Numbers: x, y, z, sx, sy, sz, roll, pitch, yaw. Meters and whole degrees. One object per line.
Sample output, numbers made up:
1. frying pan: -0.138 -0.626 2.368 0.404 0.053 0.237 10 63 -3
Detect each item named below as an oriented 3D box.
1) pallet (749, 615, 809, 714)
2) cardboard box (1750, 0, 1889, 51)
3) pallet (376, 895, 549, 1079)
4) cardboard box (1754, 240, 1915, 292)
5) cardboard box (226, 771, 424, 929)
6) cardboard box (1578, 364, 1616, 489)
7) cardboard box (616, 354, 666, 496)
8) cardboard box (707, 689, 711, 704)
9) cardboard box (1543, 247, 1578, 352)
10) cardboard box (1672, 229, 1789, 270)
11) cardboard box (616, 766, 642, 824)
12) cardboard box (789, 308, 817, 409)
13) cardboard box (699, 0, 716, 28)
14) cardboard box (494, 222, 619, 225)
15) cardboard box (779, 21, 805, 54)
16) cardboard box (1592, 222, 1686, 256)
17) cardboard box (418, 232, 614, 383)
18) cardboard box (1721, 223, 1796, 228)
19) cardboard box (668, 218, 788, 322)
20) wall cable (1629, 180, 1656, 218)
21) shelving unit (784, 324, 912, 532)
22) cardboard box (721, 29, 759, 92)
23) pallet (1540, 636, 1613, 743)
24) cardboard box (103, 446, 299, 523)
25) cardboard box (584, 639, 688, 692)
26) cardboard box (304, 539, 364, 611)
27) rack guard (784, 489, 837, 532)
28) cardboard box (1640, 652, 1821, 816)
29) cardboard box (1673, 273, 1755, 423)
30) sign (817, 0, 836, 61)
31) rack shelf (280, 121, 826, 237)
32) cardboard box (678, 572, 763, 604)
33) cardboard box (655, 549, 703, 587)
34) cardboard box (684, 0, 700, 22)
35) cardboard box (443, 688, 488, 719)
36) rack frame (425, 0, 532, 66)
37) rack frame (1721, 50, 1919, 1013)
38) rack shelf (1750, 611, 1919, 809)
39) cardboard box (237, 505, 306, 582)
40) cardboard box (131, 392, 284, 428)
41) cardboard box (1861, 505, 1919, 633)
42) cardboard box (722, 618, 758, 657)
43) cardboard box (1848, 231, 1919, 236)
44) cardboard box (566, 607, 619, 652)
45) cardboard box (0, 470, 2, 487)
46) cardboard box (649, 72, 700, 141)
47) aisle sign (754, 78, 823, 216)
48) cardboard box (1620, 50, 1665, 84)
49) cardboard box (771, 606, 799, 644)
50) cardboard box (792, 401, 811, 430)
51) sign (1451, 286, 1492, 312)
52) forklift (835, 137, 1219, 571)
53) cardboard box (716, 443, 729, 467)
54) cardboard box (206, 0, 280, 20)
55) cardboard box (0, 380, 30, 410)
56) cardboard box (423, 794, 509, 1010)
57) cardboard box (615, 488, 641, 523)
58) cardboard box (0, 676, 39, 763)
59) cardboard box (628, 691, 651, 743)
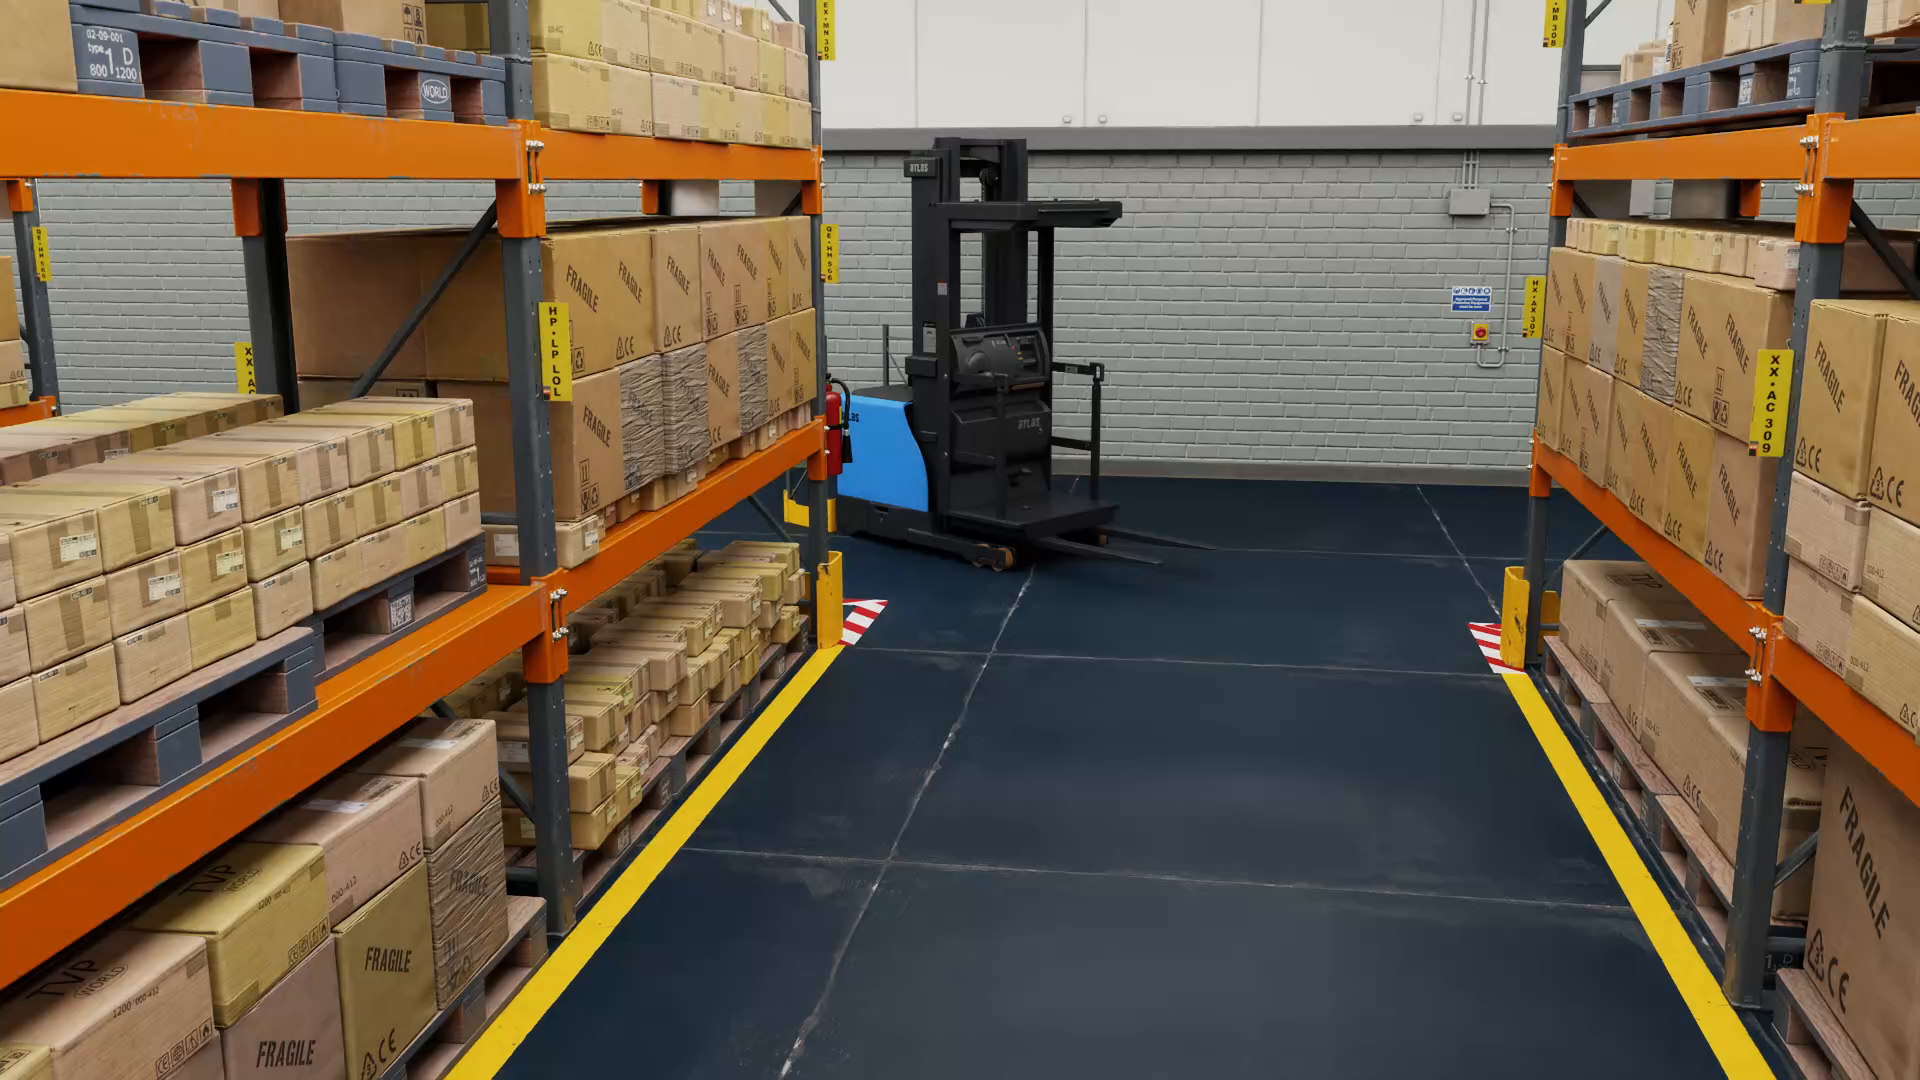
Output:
1. pallet: -1.448 0.639 9.028 1.003 0.211 1.213 2 12 9
2. cardboard box: 2.797 -1.734 5.385 0.396 0.266 0.258 2 12 10
3. pallet: -2.009 1.450 5.265 1.003 0.211 1.213 2 12 9
4. cardboard box: 2.748 -0.865 5.238 0.380 0.149 0.250 2 12 7
5. cardboard box: -1.848 0.844 4.612 0.500 0.250 0.500 2 12 11
6. cardboard box: 3.127 -0.516 7.528 0.500 0.500 0.500 2 12 8
7. cardboard box: -1.497 -0.468 6.601 0.500 0.500 0.500 2 12 9
8. cardboard box: -1.393 0.719 7.808 0.380 0.149 0.250 2 12 10
9. cardboard box: 3.275 -1.216 8.404 0.500 0.500 0.500 2 12 7
10. cardboard box: 3.007 -1.129 6.463 0.380 0.149 0.250 2 12 7
11. cardboard box: -1.477 0.992 6.540 0.380 0.149 0.250 2 12 10
12. cardboard box: -1.091 -1.001 9.073 0.500 0.500 0.500 2 12 10
13. cardboard box: -1.295 -2.342 7.344 0.380 0.149 0.250 2 12 7
14. cardboard box: -1.856 -1.187 7.566 0.500 0.500 0.500 1 12 7
15. cardboard box: -1.037 -2.662 8.827 0.380 0.149 0.250 2 12 8
16. cardboard box: 3.157 -1.396 7.700 0.380 0.149 0.250 1 12 7
17. cardboard box: -1.581 -0.845 5.975 0.500 0.500 0.500 2 12 10
18. cardboard box: 3.612 -1.329 7.390 0.380 0.149 0.250 2 12 8
19. cardboard box: -1.179 -1.382 8.471 0.500 0.500 0.500 1 12 7
20. wall cable: 5.878 -2.396 14.082 0.588 1.984 0.122 2 12 9
21. shelving unit: -0.809 -0.916 13.185 1.083 1.500 0.587 -11 17 -42
22. cardboard box: -1.254 -2.228 7.763 0.500 0.250 0.500 2 12 9
23. pallet: 3.585 0.763 8.450 1.003 0.211 1.213 2 12 9
24. cardboard box: -1.924 -0.143 4.226 0.380 0.149 0.250 1 12 7
25. cardboard box: -1.405 0.542 7.216 0.380 0.149 0.250 2 12 10
26. cardboard box: -1.875 0.089 4.559 0.380 0.149 0.250 1 12 6
27. rack guard: -1.170 -0.233 12.981 0.087 0.250 0.587 -11 17 -42
28. cardboard box: 3.355 0.797 6.758 0.875 0.438 0.875 2 12 7
29. cardboard box: 2.901 -0.686 5.947 0.500 0.500 0.500 2 12 8
30. sign: -0.731 -2.785 9.075 0.100 0.325 0.005 2 12 9
31. rack shelf: -1.584 -1.606 7.415 1.077 0.370 4.000 2 12 9
32. cardboard box: -1.219 0.268 8.487 0.380 0.149 0.250 1 12 6
33. cardboard box: -1.616 0.149 9.041 0.380 0.149 0.250 2 12 10
34. cardboard box: -1.330 -2.287 7.090 0.380 0.149 0.250 2 12 7
35. cardboard box: -2.094 0.685 6.552 0.380 0.149 0.250 2 12 9
36. rack frame: -1.891 -3.008 5.091 1.000 3.000 0.127 2 12 9
37. rack frame: 3.015 0.064 5.077 1.000 3.000 0.127 2 12 9
38. rack shelf: 2.708 0.832 3.221 1.077 0.370 4.000 2 12 9
39. cardboard box: -1.917 0.004 4.251 0.380 0.149 0.250 1 12 6
40. cardboard box: -2.406 -0.382 5.332 0.380 0.149 0.250 3 12 12
41. cardboard box: 2.617 0.085 4.150 0.500 0.250 0.500 2 12 10
42. cardboard box: -1.220 0.470 8.255 0.380 0.149 0.250 2 12 9
43. cardboard box: 3.510 -1.061 6.145 0.380 0.149 0.250 2 12 7
44. cardboard box: -1.819 0.417 7.794 0.380 0.149 0.250 2 12 9
45. cardboard box: -2.604 -0.112 4.083 0.380 0.149 0.250 2 12 11
46. cardboard box: -1.392 -1.769 6.816 0.500 0.250 0.500 2 12 11
47. aisle sign: -0.968 -2.184 9.339 0.394 0.787 0.004 2 12 9
48. cardboard box: 3.236 -2.147 7.580 0.380 0.149 0.250 2 12 11
49. cardboard box: -1.090 0.453 9.040 0.380 0.149 0.250 2 12 10
50. cardboard box: -1.047 -0.708 9.256 0.380 0.149 0.250 2 12 9
51. sign: 4.437 -2.090 14.429 0.327 0.218 0.001 2 12 9
52. forklift: 0.444 -1.338 11.747 1.130 2.935 3.031 -12 17 -43
53. cardboard box: -1.332 -0.443 8.025 0.380 0.149 0.250 1 12 6
54. cardboard box: -2.234 -1.527 4.554 0.500 0.311 0.500 2 12 8
55. cardboard box: -5.891 -0.882 10.063 0.380 0.149 0.250 2 12 10
56. cardboard box: -1.756 1.103 5.190 0.500 0.500 0.500 2 12 8
57. cardboard box: -1.521 -0.171 6.762 0.380 0.149 0.250 1 12 6
58. cardboard box: -2.077 0.364 3.282 0.380 0.149 0.250 2 12 11
59. cardboard box: -1.523 0.739 7.009 0.380 0.149 0.250 1 12 6
